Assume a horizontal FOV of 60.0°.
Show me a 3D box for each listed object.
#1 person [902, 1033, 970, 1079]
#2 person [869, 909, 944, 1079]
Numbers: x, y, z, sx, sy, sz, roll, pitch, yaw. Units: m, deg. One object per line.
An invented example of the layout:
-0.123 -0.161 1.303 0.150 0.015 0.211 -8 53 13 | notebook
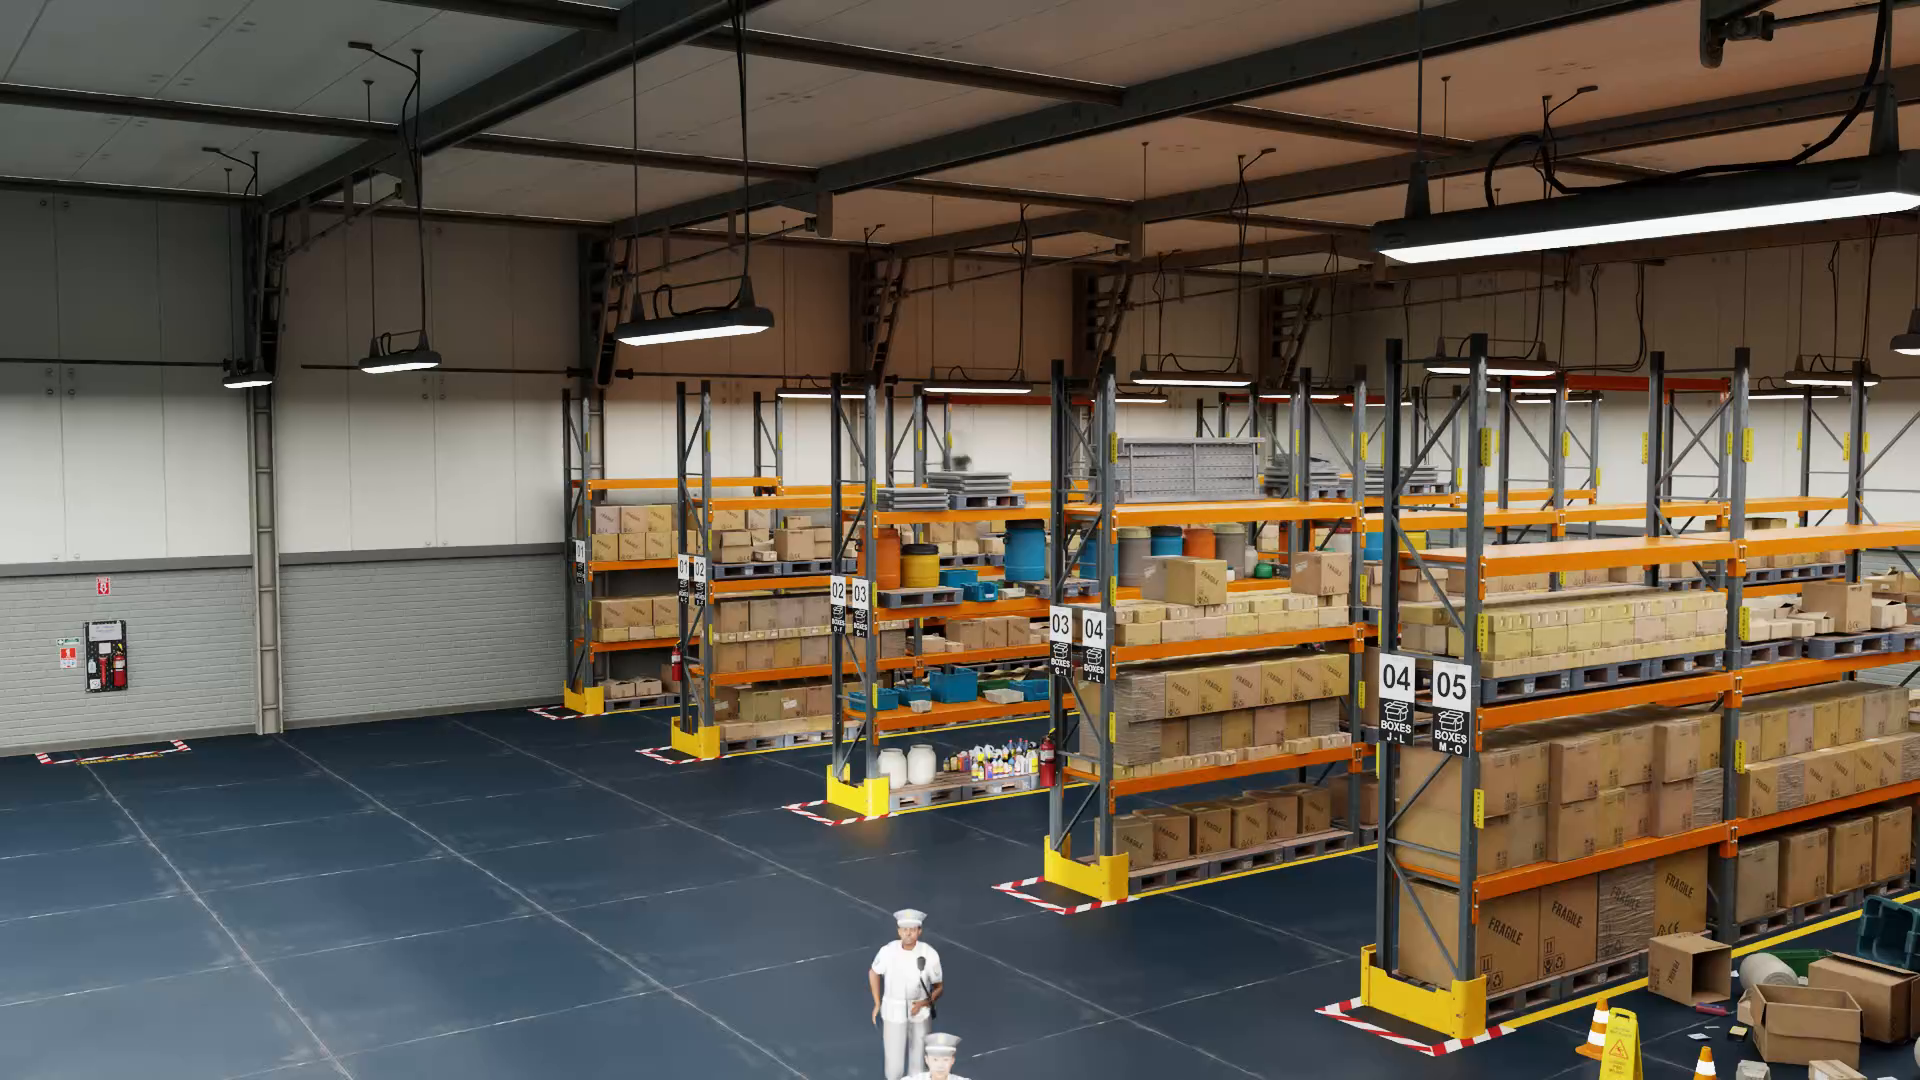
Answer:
-0.136 3.698 9.667 0.591 1.732 0.662 0 4 -6 | person
-0.396 3.540 12.255 0.560 1.659 0.569 0 4 -1 | person
